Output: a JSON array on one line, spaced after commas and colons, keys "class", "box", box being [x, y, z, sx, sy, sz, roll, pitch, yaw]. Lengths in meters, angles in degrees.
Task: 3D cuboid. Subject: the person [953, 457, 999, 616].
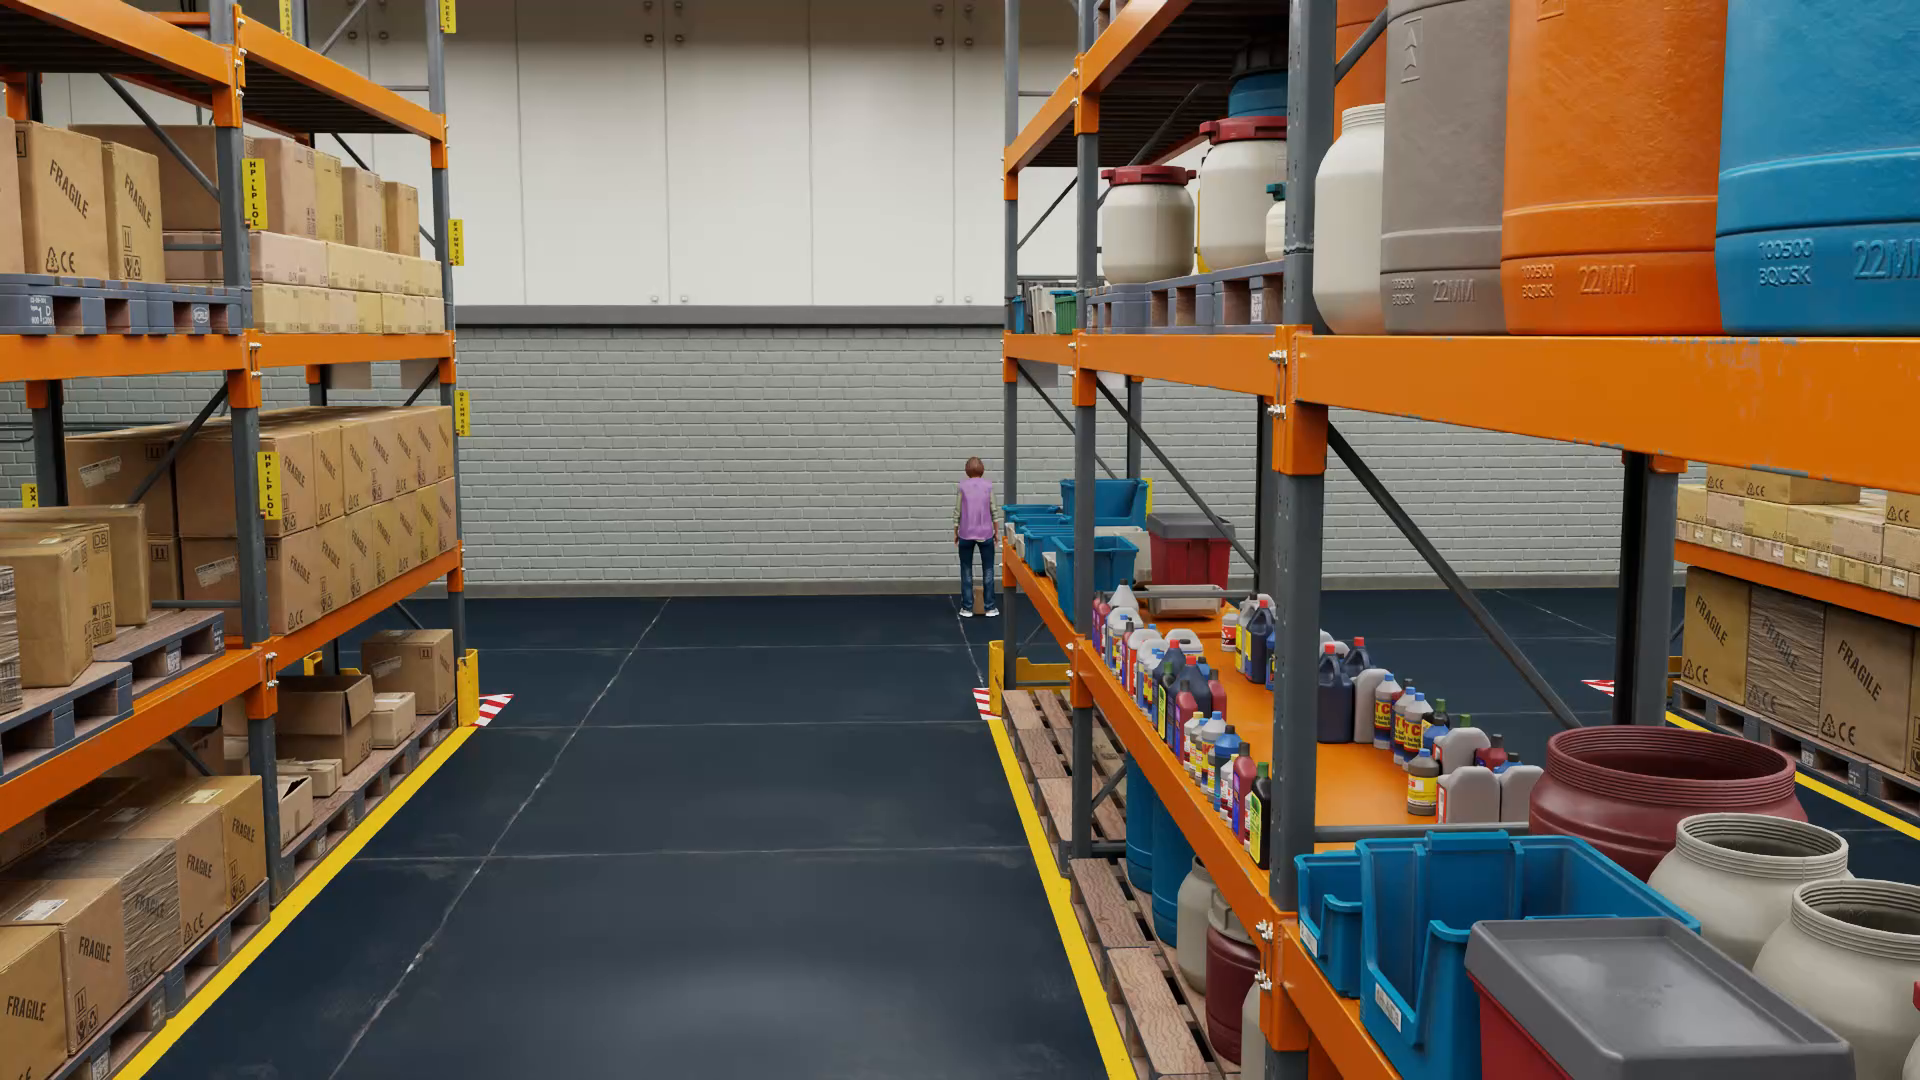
[{"class": "person", "box": [0.160, -0.028, 16.530, 0.460, 1.592, 0.344, 0, 7, 0]}]
